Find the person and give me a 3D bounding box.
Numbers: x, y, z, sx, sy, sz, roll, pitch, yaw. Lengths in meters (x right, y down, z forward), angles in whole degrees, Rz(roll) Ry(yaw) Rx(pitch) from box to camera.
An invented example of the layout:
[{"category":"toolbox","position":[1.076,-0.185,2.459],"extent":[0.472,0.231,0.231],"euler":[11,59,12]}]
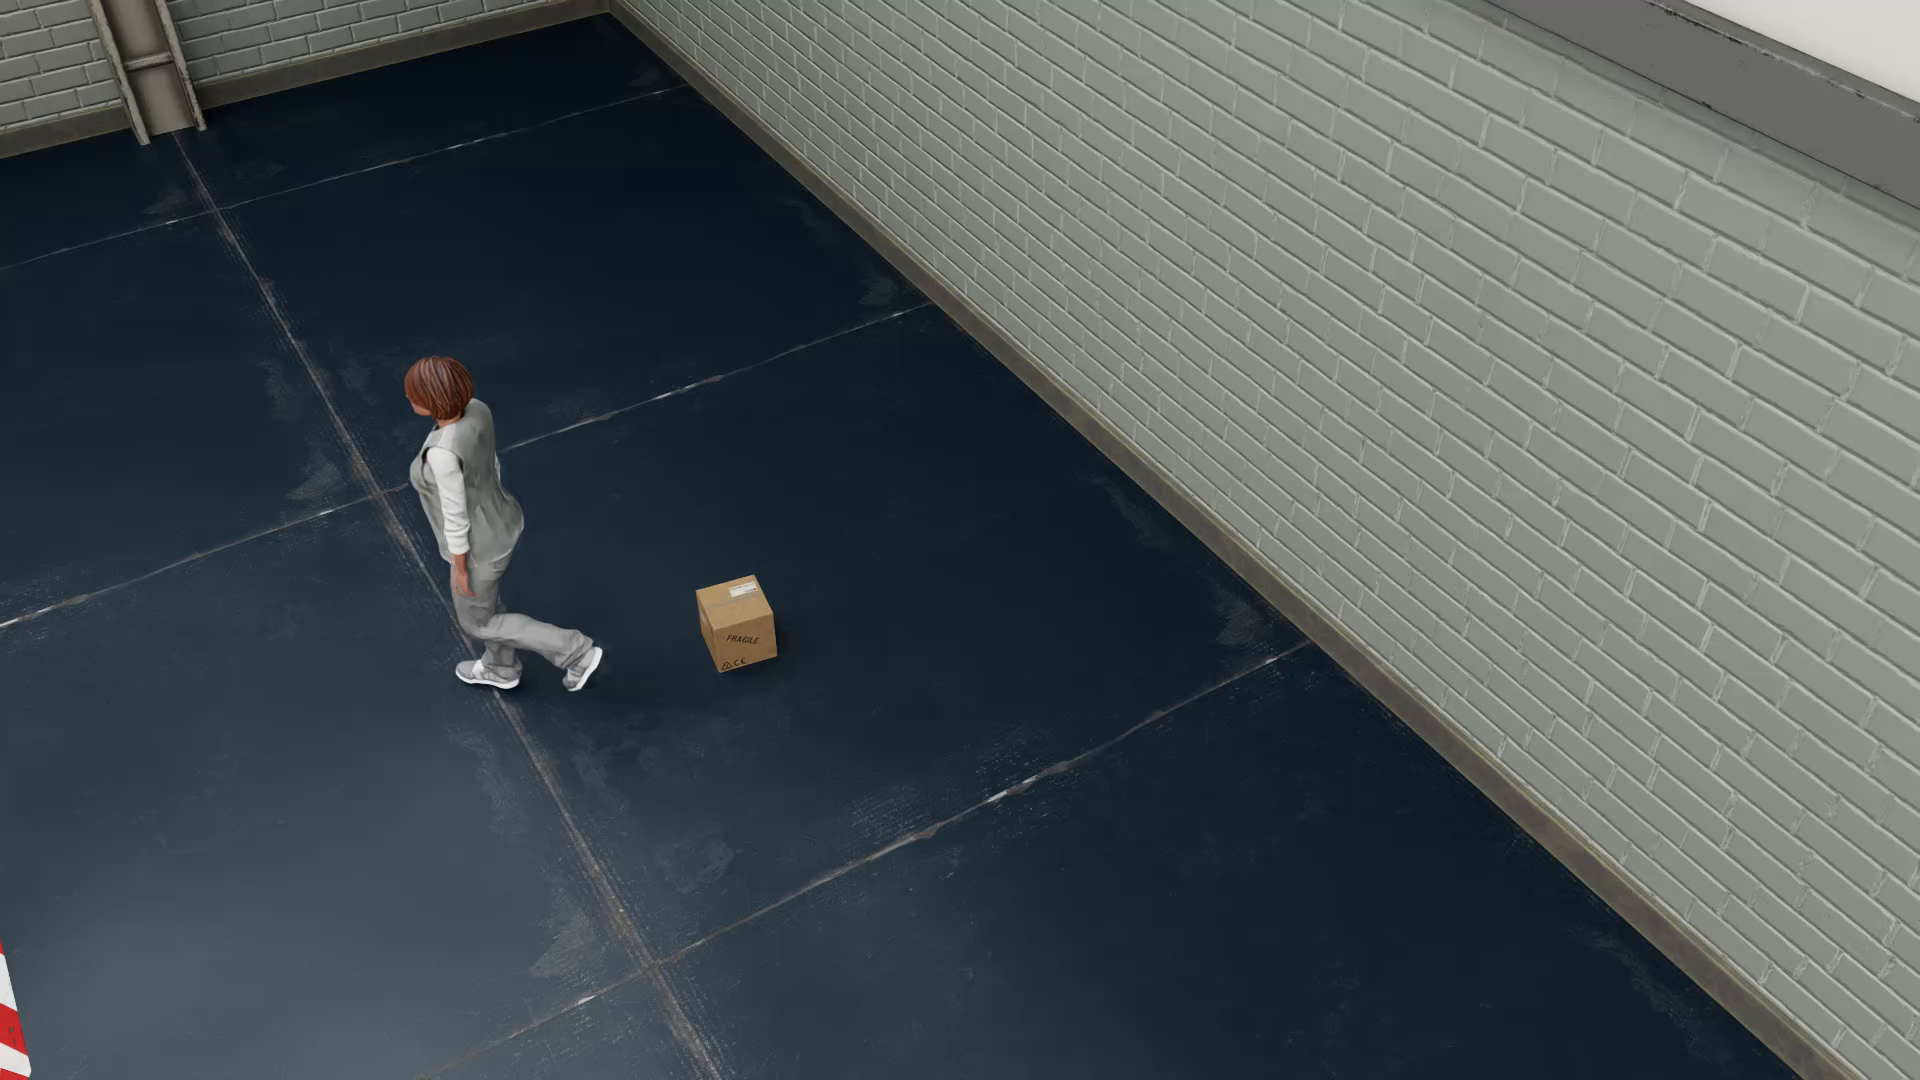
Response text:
[{"category":"person","position":[-1.670,0.077,6.189],"extent":[0.532,1.275,0.425],"euler":[3,41,4]}]
